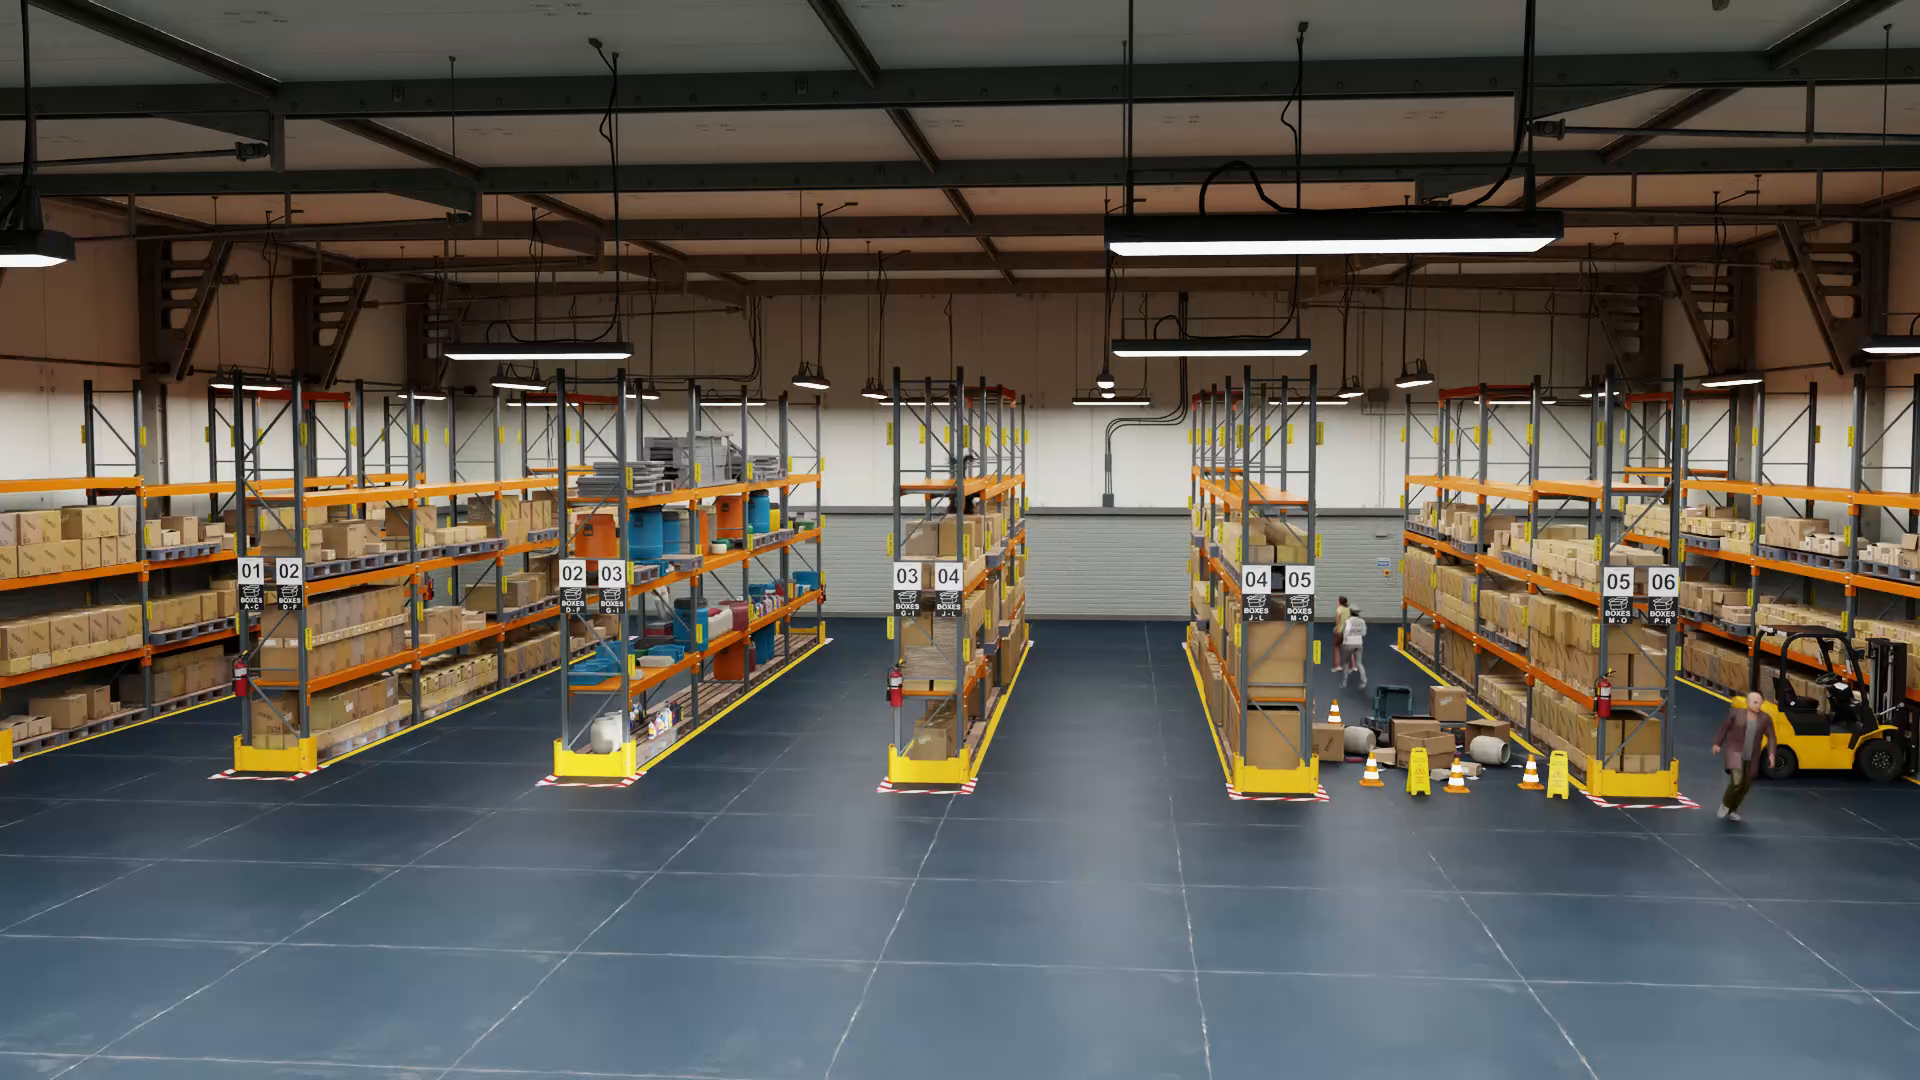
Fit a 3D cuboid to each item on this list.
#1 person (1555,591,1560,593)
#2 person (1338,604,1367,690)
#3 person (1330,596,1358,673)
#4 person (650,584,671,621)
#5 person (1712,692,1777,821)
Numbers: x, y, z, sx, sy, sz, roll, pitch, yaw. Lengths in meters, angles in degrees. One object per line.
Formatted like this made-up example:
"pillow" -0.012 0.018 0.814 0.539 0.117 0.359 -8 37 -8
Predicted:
"person" 13.273 1.938 36.568 0.603 1.611 0.715 -2 4 -25
"person" 7.739 2.097 32.654 0.594 1.676 0.954 -1 4 -11
"person" 8.125 2.007 35.066 0.573 1.638 0.940 -1 4 -12
"person" -7.647 1.522 42.543 0.564 1.655 0.645 -2 4 -24
"person" 10.150 2.799 21.464 0.664 1.722 0.786 0 4 4
